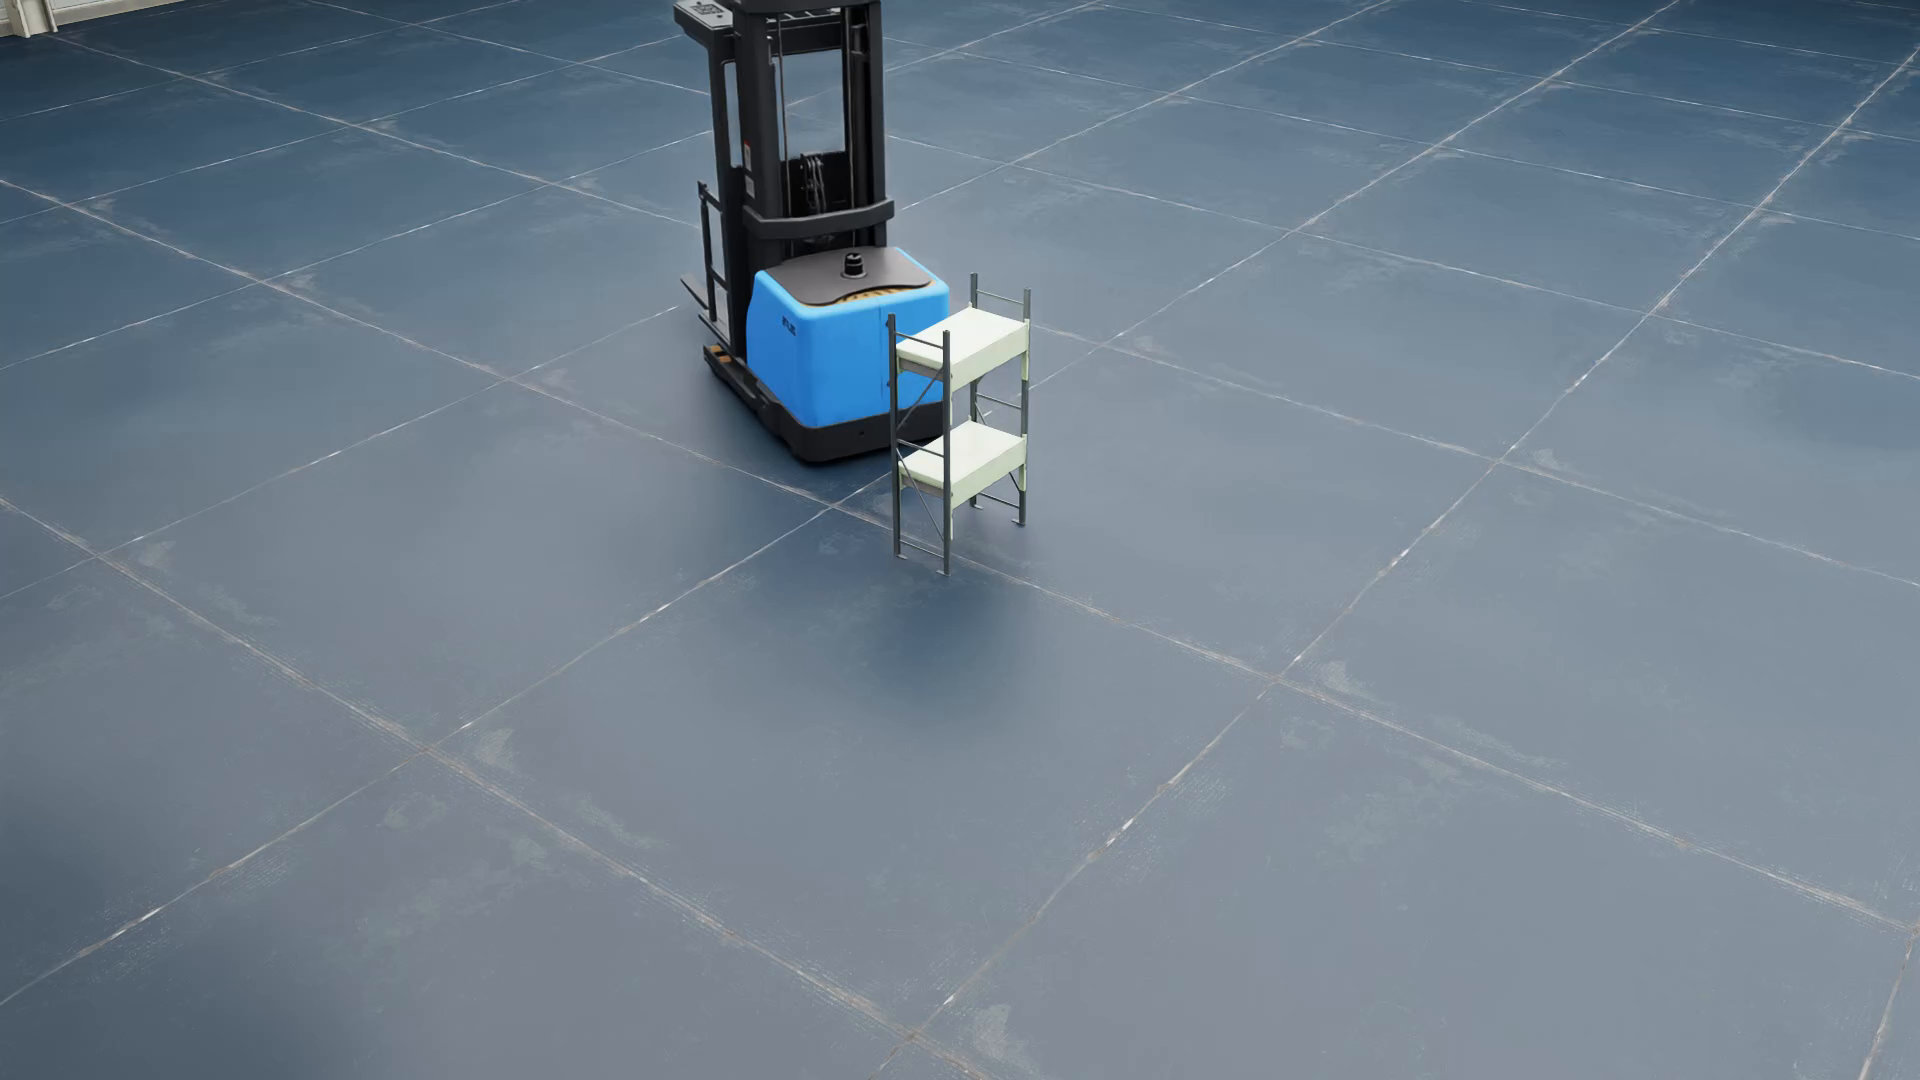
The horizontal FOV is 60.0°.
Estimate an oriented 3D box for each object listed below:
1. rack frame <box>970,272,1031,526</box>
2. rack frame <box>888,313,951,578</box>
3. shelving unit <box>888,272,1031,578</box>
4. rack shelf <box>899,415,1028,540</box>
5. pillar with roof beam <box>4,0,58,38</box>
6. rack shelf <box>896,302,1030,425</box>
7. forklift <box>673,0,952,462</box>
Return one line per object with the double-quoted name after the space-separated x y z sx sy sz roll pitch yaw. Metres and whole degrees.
0.225 -0.797 9.623 0.400 1.500 0.023 21 37 31 "rack frame"
-0.217 -0.499 9.121 0.400 1.500 0.023 21 37 31 "rack frame"
0.004 -0.648 9.372 0.431 1.500 0.755 21 37 31 "shelving unit"
0.004 -0.367 9.538 0.431 0.370 0.720 21 37 31 "rack shelf"
-7.742 -8.681 15.572 9.100 9.000 0.400 21 37 31 "pillar with roof beam"
0.004 -0.984 9.173 0.431 0.370 0.720 21 37 31 "rack shelf"
-1.163 -2.478 11.057 1.130 2.935 3.031 -14 34 -23 "forklift"
